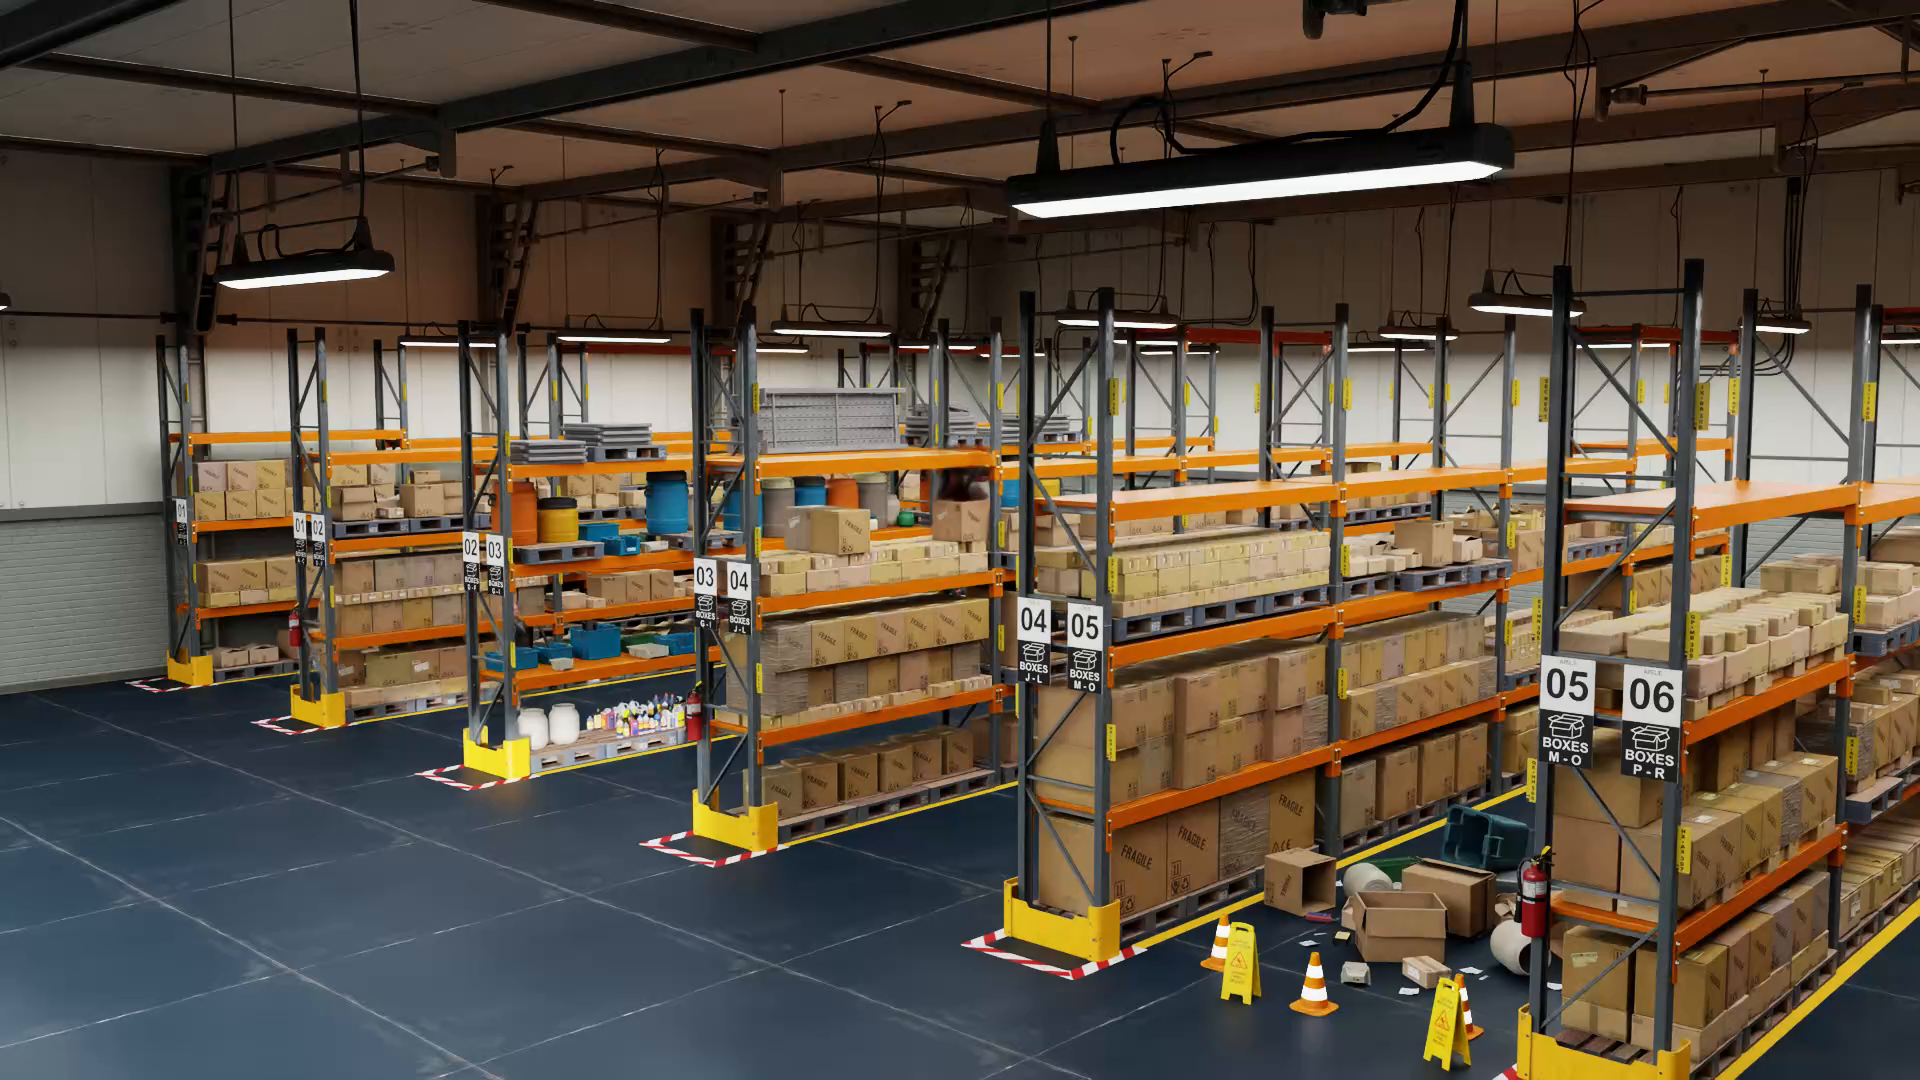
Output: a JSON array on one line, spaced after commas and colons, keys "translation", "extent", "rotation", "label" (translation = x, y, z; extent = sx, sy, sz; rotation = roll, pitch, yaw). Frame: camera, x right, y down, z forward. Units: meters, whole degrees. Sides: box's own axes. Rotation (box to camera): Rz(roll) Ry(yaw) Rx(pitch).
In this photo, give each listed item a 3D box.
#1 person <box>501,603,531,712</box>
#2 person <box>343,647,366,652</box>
[{"translation": [-6.981, 1.842, 26.119], "extent": [0.481, 1.713, 0.533], "rotation": [-1, 6, -13], "label": "person"}, {"translation": [-10.702, 1.603, 29.191], "extent": [0.466, 1.700, 0.511], "rotation": [-1, 6, -14], "label": "person"}]
